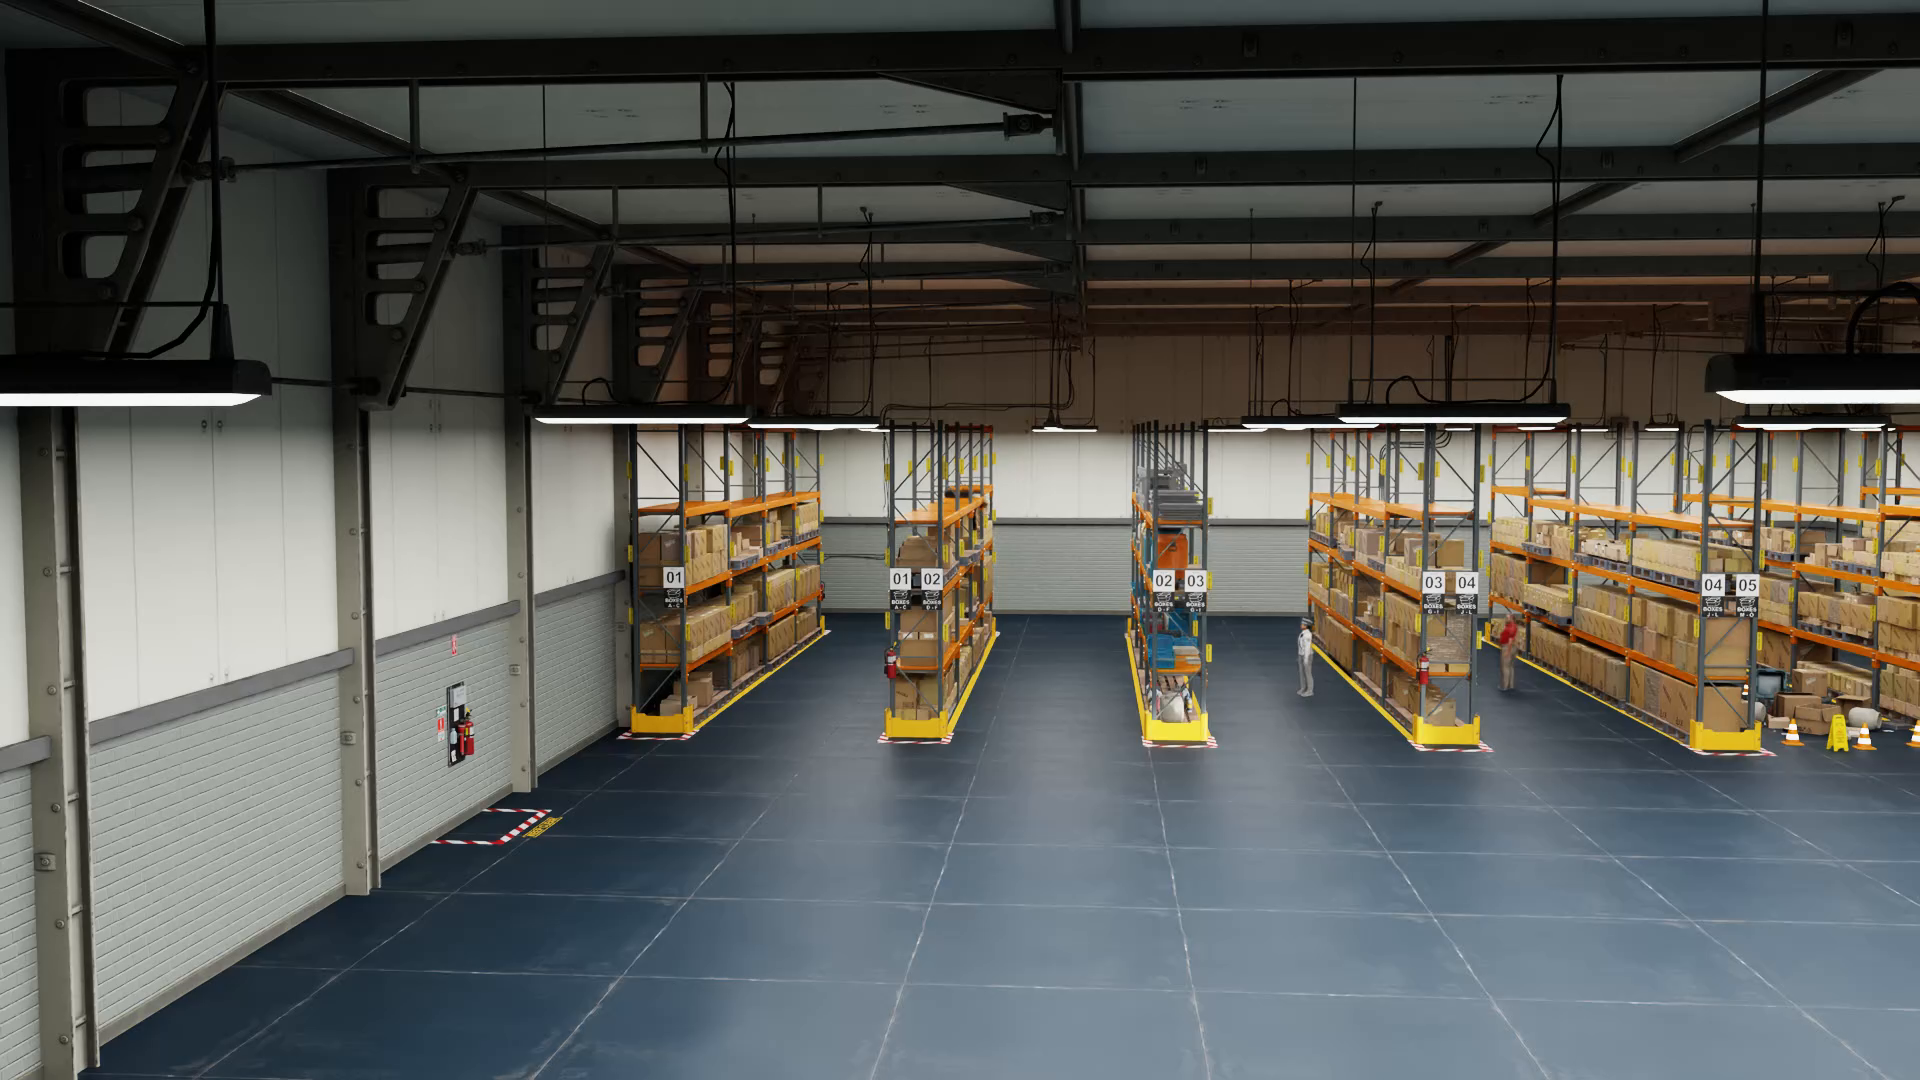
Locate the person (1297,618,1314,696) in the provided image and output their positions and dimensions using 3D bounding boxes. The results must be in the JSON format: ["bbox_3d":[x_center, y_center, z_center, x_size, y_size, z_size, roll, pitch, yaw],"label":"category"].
[{"bbox_3d":[7.578,2.559,36.552,0.367,1.698,0.492,-1,4,-12],"label":"person"}]

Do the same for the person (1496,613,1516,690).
[{"bbox_3d":[12.282,2.507,37.333,0.426,1.742,0.548,2,4,30],"label":"person"}]
